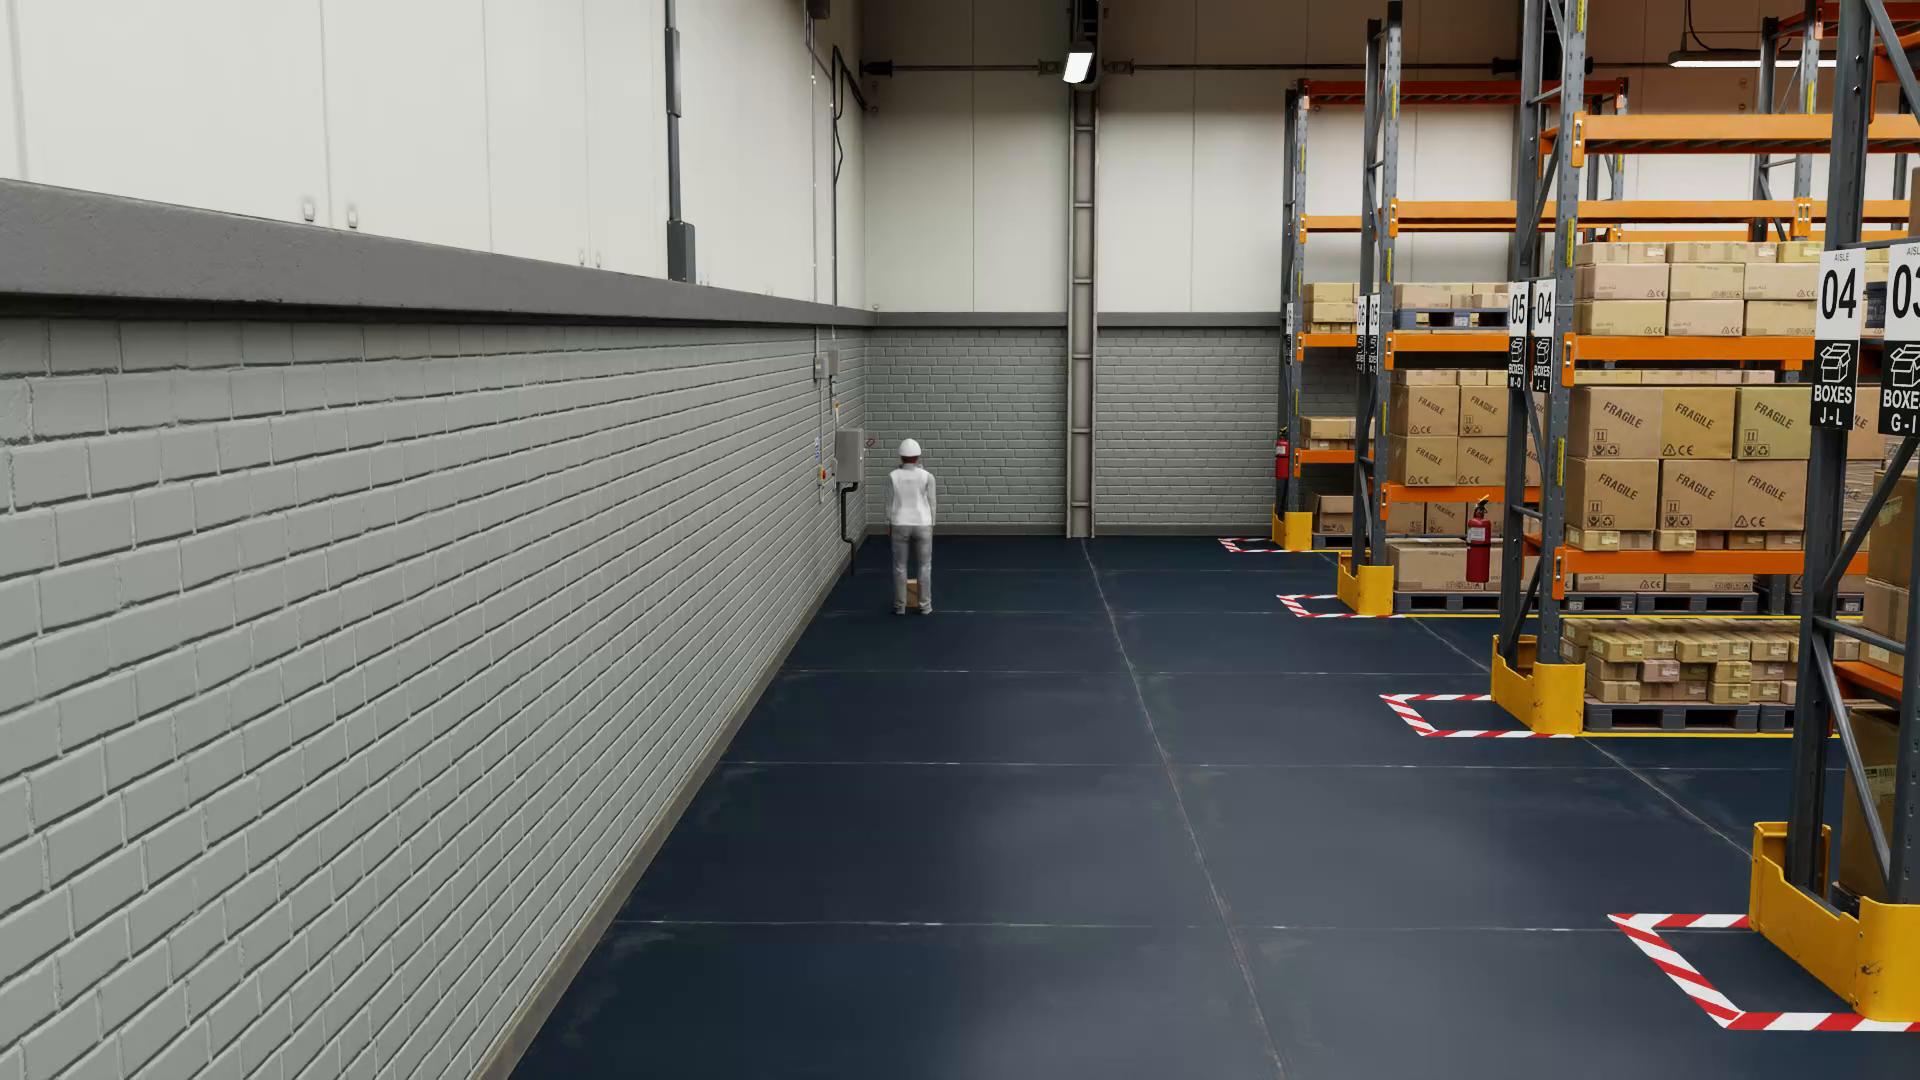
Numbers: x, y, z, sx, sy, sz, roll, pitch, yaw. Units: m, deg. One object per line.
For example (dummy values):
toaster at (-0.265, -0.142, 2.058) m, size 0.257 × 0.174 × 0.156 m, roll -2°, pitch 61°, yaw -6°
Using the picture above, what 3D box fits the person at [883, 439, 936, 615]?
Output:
person at (-0.505, -0.137, 16.776) m, size 0.531 × 1.769 × 0.359 m, roll 0°, pitch 7°, yaw 3°
